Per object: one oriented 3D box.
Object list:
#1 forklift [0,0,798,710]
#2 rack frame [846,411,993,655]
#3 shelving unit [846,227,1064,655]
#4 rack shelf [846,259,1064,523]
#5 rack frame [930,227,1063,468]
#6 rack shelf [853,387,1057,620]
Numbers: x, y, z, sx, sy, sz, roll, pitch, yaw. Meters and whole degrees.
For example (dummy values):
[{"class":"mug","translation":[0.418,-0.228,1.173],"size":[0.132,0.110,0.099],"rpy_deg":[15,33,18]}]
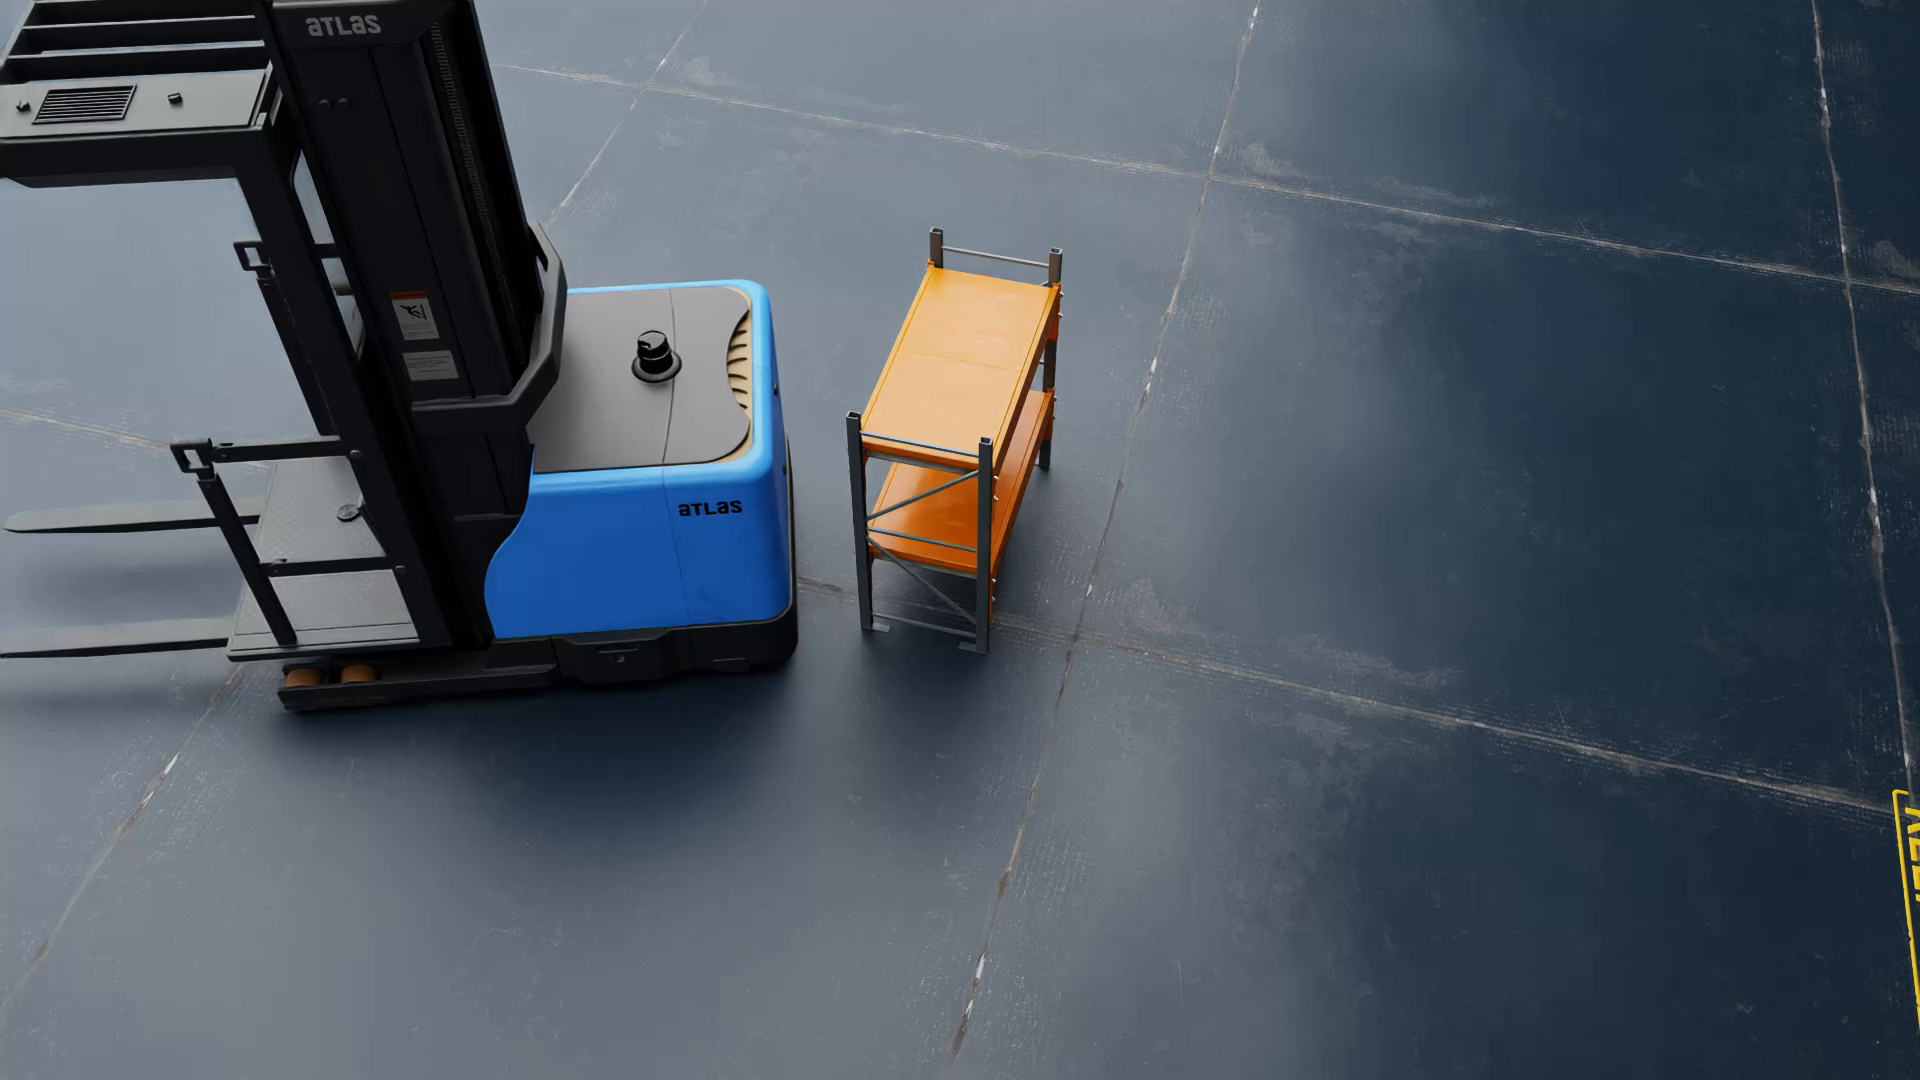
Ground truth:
[{"class":"forklift","translation":[-2.155,-0.763,5.387],"size":[3.031,2.935,1.130],"rpy_deg":[-4,49,-3]},{"class":"rack frame","translation":[-0.136,0.000,5.918],"size":[0.500,1.125,0.032],"rpy_deg":[12,50,10]},{"class":"shelving unit","translation":[-0.002,-0.367,6.243],"size":[0.538,1.125,1.048],"rpy_deg":[12,50,10]},{"class":"rack shelf","translation":[-0.002,-0.561,6.023],"size":[0.538,0.278,1.000],"rpy_deg":[12,50,10]},{"class":"rack frame","translation":[0.132,-0.735,6.567],"size":[0.500,1.125,0.032],"rpy_deg":[12,50,10]},{"class":"rack shelf","translation":[-0.002,-0.206,6.426],"size":[0.538,0.278,1.000],"rpy_deg":[12,50,10]}]
